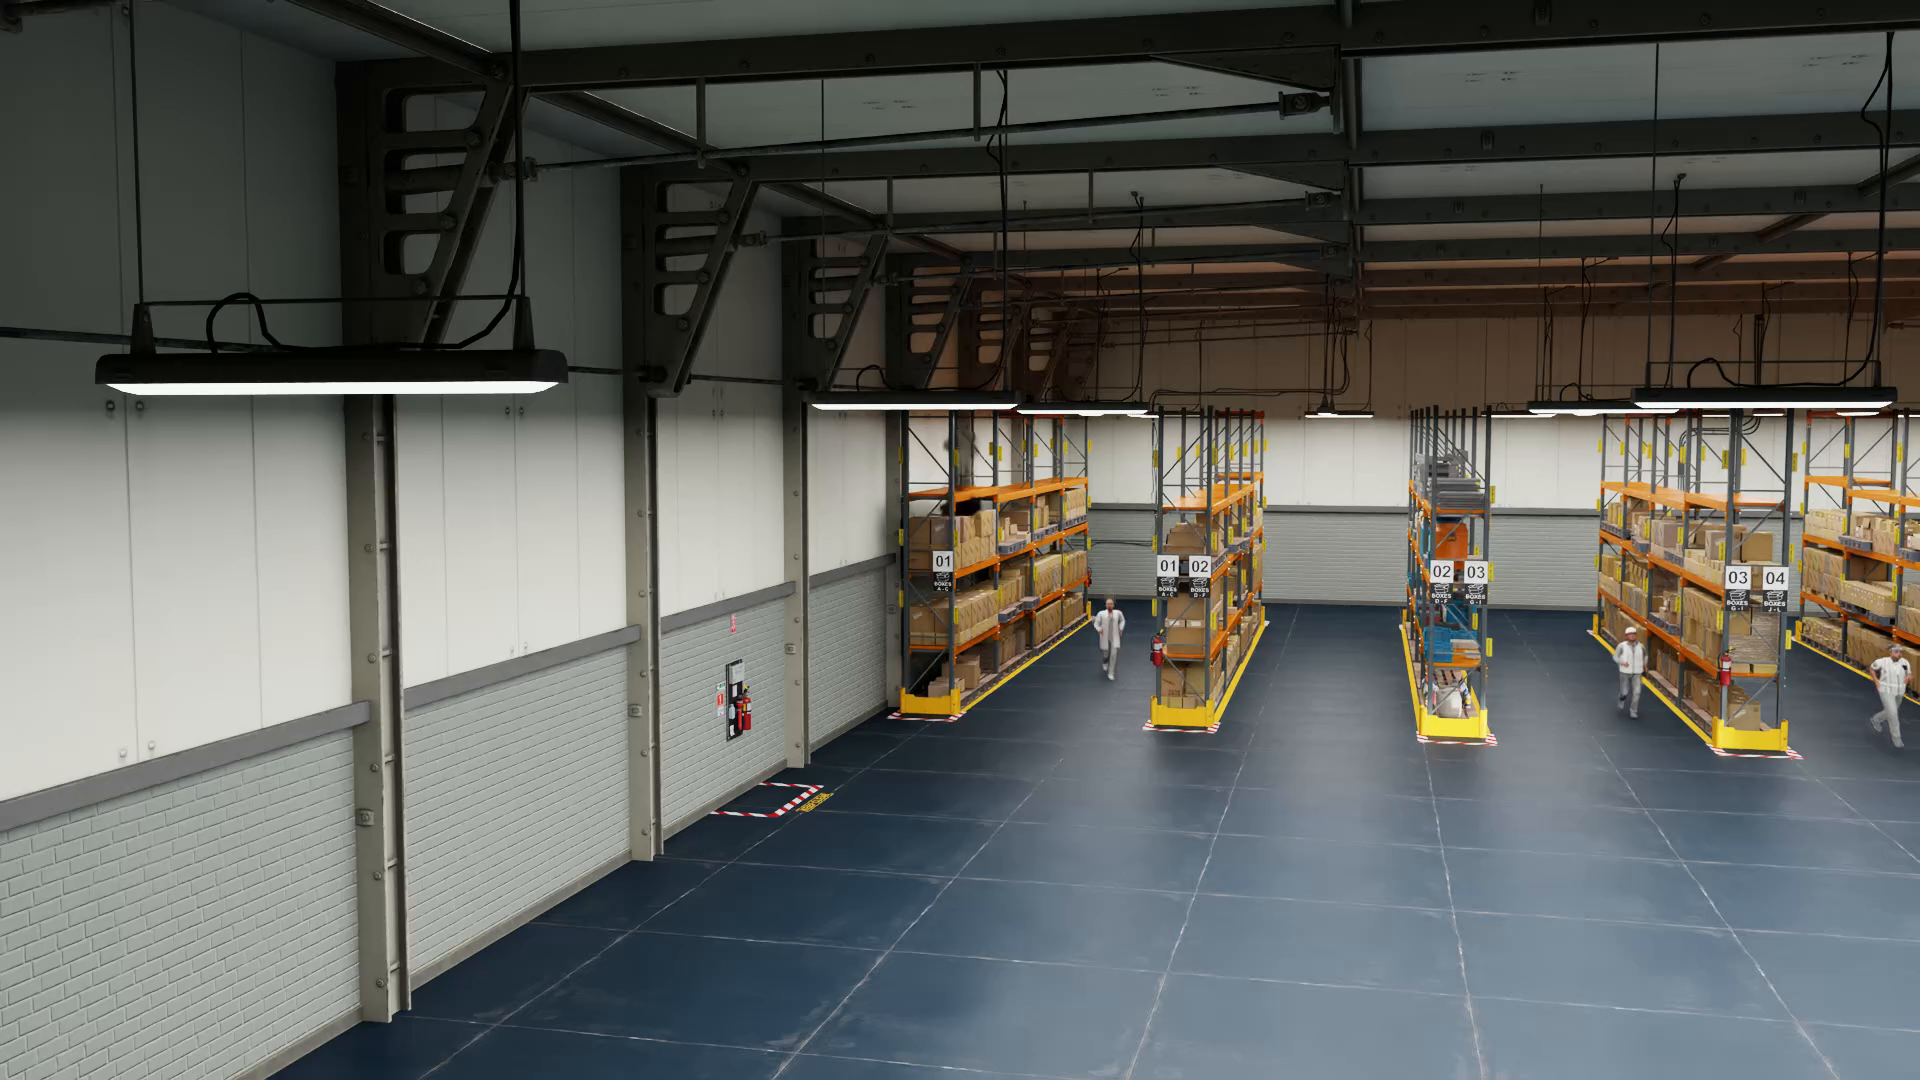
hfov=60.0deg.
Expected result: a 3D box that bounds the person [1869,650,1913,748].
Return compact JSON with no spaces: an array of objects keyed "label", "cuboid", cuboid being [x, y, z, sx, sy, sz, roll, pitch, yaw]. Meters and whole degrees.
[{"label":"person","cuboid":[16.601,2.761,29.636,0.612,1.782,1.068,-1,4,-7]}]

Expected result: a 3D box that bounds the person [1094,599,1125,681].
[{"label":"person","cuboid":[3.340,2.196,37.028,0.712,1.764,0.918,0,4,0]}]

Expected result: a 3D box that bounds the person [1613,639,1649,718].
[{"label":"person","cuboid":[12.998,2.673,32.206,0.669,1.484,0.760,1,4,10]}]
